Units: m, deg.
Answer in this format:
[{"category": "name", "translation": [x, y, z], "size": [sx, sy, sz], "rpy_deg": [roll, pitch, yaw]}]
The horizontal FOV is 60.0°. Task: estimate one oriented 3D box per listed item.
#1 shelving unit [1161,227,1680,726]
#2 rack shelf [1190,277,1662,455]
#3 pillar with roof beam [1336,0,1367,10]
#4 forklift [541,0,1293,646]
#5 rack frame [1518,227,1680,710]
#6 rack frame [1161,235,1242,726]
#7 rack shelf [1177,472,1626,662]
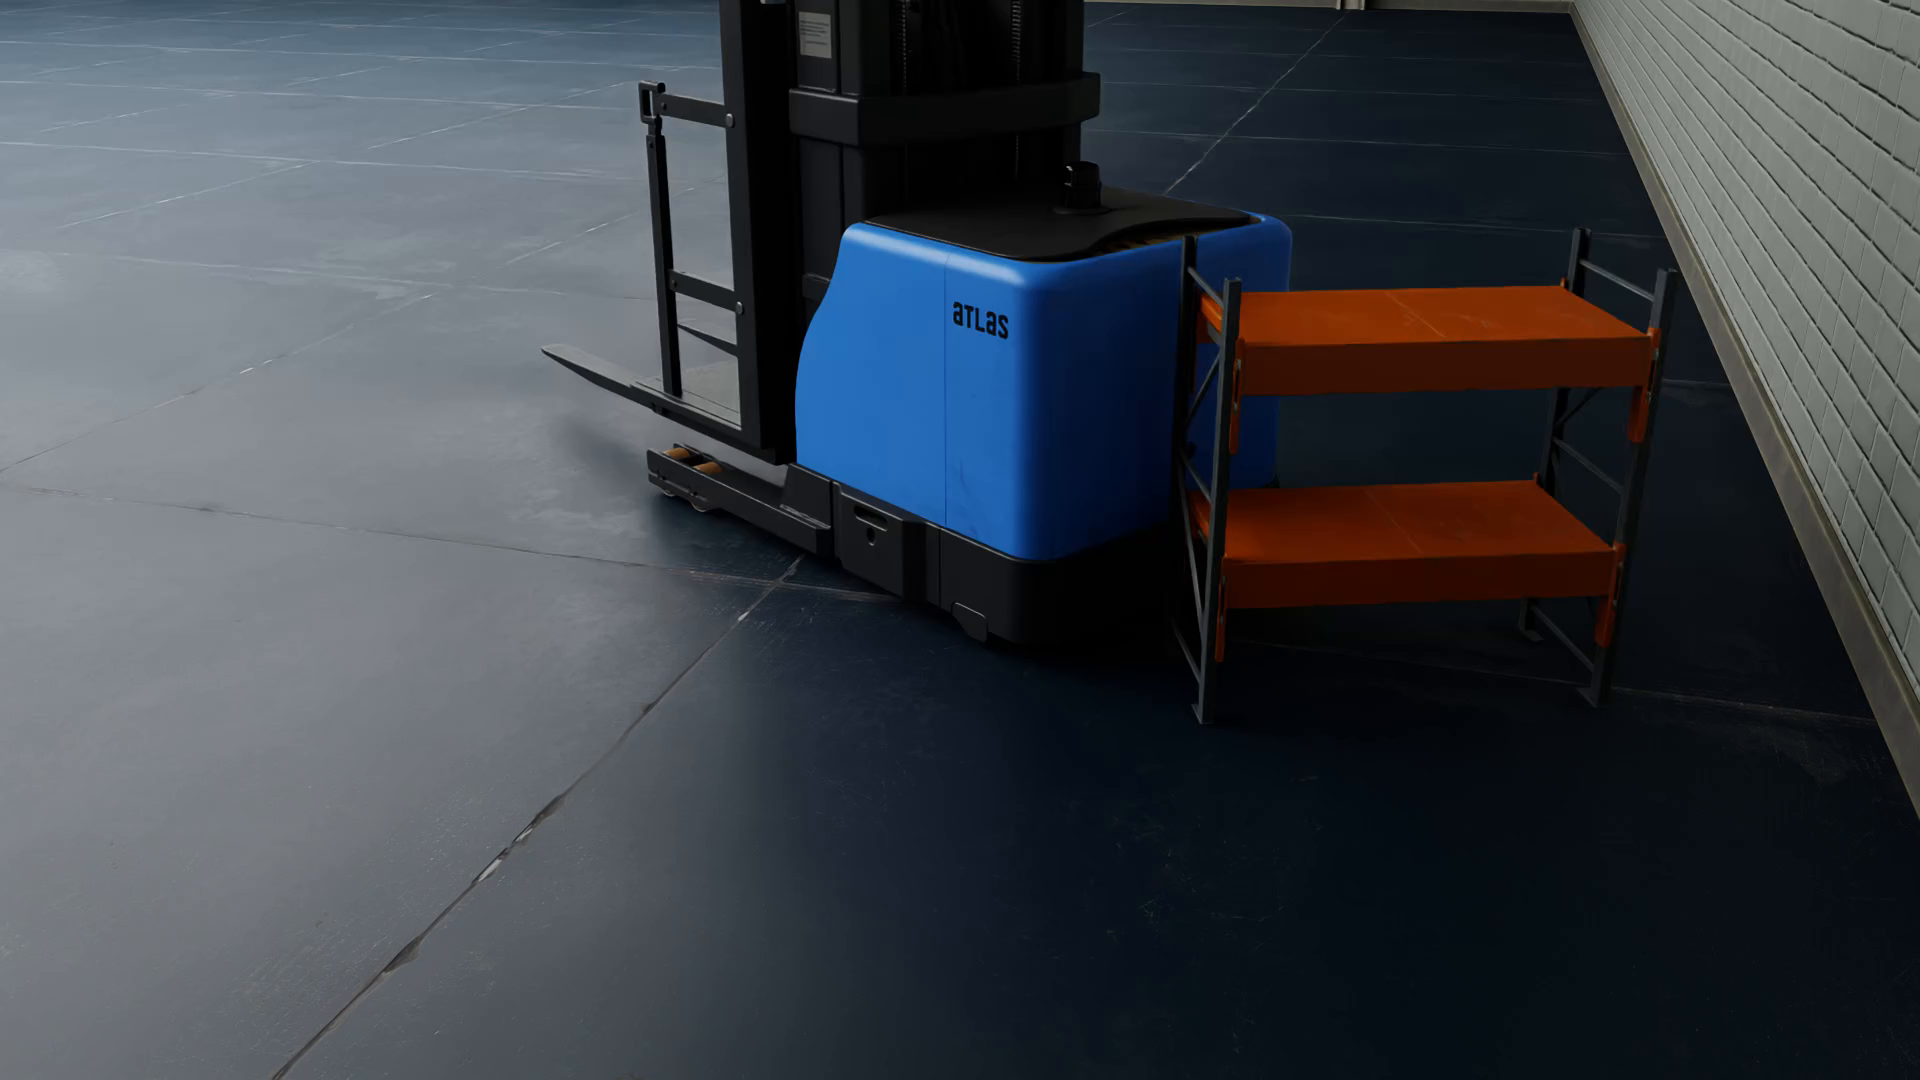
[{"category": "shelving unit", "translation": [1.101, -0.168, 4.198], "size": [1.048, 1.125, 0.538], "rpy_deg": [-2, 22, -5]}, {"category": "rack shelf", "translation": [1.101, -0.439, 4.087], "size": [1.000, 0.278, 0.538], "rpy_deg": [-2, 22, -5]}, {"category": "pillar with roof beam", "translation": [4.365, -10.217, 18.321], "size": [0.400, 9.000, 9.100], "rpy_deg": [7, 23, 16]}, {"category": "forklift", "translation": [-0.403, -1.556, 5.202], "size": [1.130, 2.935, 3.031], "rpy_deg": [-18, 29, -37]}, {"category": "rack frame", "translation": [1.607, -0.185, 4.239], "size": [0.032, 1.125, 0.500], "rpy_deg": [-2, 22, -5]}, {"category": "rack frame", "translation": [0.594, -0.152, 4.157], "size": [0.032, 1.125, 0.500], "rpy_deg": [-2, 22, -5]}, {"category": "rack shelf", "translation": [1.101, 0.058, 4.291], "size": [1.000, 0.278, 0.538], "rpy_deg": [-2, 22, -5]}]
